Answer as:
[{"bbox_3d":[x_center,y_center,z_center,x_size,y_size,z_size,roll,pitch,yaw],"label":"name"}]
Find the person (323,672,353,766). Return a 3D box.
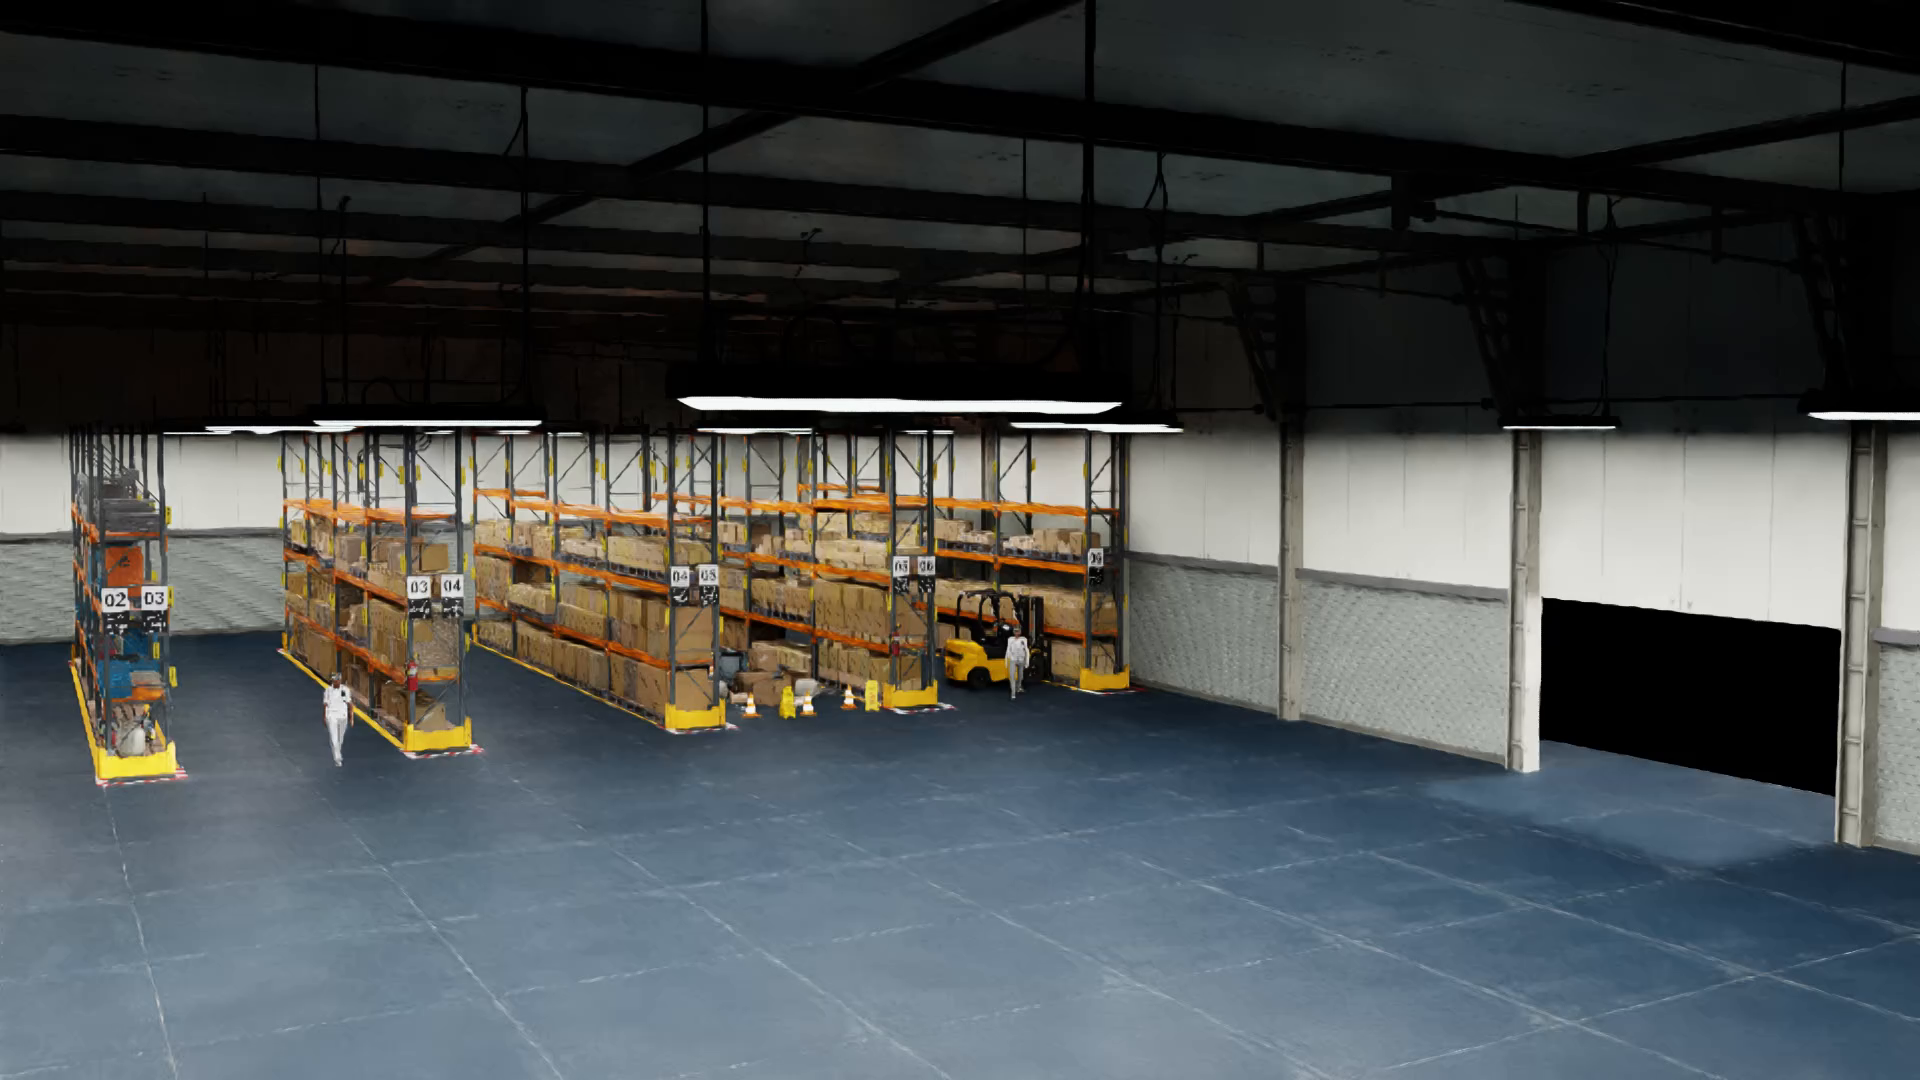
[{"bbox_3d":[-10.906,3.099,29.175,0.463,1.625,0.998,-2,4,-31],"label":"person"}]

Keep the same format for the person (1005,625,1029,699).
[{"bbox_3d":[1.260,2.650,36.612,0.521,1.612,0.939,0,4,-8],"label":"person"}]
